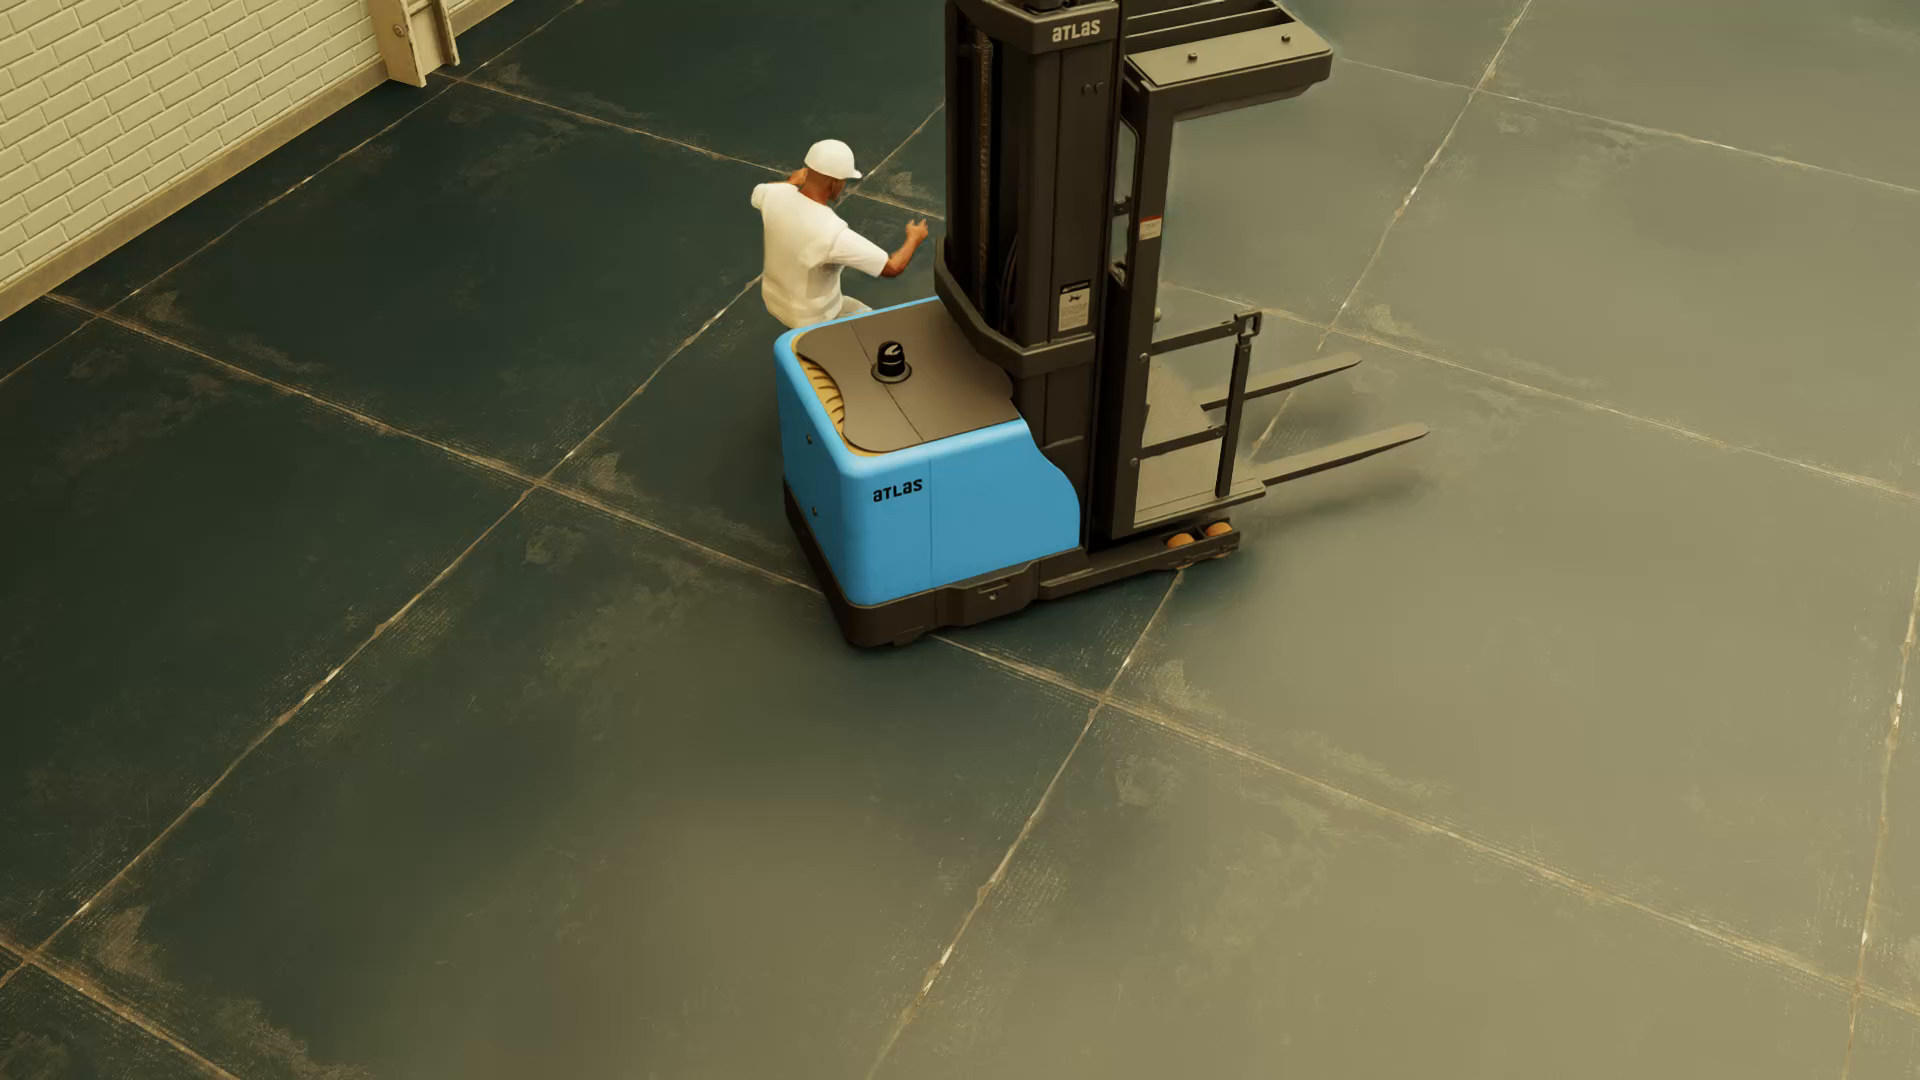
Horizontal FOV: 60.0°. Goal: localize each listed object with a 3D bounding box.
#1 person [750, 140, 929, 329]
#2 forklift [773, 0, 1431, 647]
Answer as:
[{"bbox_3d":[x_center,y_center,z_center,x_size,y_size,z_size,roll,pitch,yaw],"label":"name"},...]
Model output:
[{"bbox_3d":[-0.589,-1.306,8.061,0.782,1.534,1.022,-34,53,-31],"label":"person"},{"bbox_3d":[0.748,-1.254,6.985,3.031,2.935,1.130,-16,46,-16],"label":"forklift"}]
